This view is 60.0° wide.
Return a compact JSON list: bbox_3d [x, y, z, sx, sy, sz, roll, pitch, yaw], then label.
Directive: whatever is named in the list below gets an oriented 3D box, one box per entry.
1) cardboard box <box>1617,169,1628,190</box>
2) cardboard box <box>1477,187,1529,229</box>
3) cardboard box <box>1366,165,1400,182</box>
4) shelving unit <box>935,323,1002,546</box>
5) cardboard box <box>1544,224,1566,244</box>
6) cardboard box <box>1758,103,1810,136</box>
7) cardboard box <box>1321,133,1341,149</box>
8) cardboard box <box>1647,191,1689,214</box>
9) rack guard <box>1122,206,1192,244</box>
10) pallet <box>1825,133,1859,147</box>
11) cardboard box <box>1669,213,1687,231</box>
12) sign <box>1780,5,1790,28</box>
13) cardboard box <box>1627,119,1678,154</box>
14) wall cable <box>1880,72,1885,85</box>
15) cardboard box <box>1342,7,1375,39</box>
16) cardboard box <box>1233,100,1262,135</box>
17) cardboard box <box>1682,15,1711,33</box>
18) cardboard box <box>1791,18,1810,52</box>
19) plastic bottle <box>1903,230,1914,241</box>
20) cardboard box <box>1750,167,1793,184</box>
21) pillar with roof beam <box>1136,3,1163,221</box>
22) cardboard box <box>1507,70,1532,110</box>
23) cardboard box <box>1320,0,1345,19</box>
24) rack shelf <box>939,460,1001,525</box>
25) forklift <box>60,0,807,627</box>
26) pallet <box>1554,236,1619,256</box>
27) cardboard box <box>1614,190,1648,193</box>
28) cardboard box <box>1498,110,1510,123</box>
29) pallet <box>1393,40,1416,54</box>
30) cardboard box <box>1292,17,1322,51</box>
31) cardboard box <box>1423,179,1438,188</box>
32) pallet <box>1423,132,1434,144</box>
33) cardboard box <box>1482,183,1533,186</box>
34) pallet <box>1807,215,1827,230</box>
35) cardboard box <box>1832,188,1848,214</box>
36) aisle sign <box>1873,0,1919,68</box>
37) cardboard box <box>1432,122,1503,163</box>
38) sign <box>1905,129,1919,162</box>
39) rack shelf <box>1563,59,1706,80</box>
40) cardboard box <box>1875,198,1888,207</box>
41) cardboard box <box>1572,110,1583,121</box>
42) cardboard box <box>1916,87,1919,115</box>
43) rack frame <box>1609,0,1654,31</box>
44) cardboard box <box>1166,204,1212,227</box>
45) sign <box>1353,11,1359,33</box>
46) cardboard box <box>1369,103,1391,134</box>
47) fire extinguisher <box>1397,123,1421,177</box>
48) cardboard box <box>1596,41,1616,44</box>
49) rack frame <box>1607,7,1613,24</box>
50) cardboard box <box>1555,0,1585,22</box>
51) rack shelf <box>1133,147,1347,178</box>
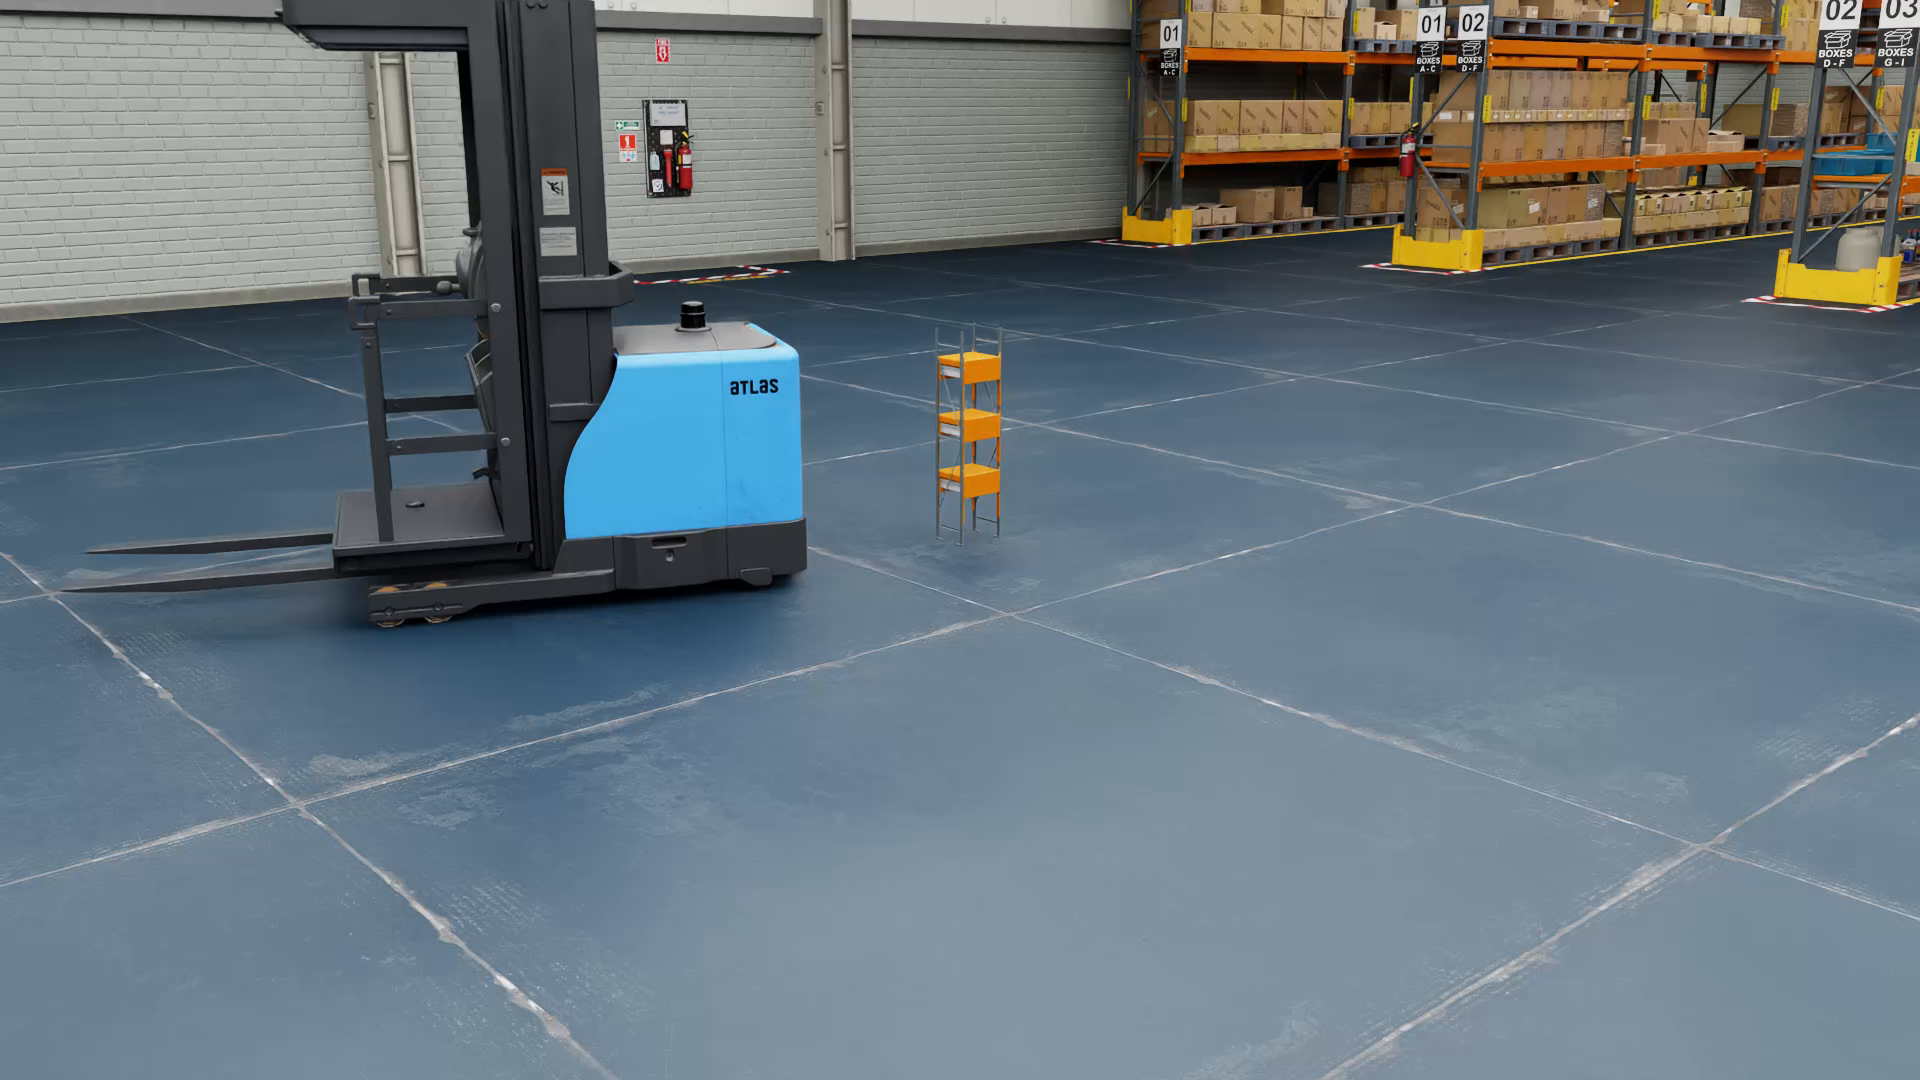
[{"bbox_3d":[12.975,-7.173,33.320,0.500,0.500,0.700,-13,20,-40],"label":"cardboard box"},{"bbox_3d":[7.091,-4.359,21.818,0.500,0.500,0.500,-13,19,-39],"label":"cardboard box"},{"bbox_3d":[7.192,-6.290,28.525,0.500,0.250,0.500,-13,20,-41],"label":"cardboard box"},{"bbox_3d":[0.040,-0.516,8.148,0.252,1.050,0.215,-13,19,-39],"label":"shelving unit"},{"bbox_3d":[7.848,-4.165,22.546,0.500,0.250,0.500,-13,19,-39],"label":"cardboard box"},{"bbox_3d":[13.416,-6.842,27.046,0.500,0.500,0.700,-9,17,-29],"label":"cardboard box"},{"bbox_3d":[5.769,-6.429,26.758,0.500,0.250,0.500,-13,19,-39],"label":"cardboard box"},{"bbox_3d":[10.428,-5.006,24.606,0.500,0.311,0.500,-14,20,-41],"label":"cardboard box"},{"bbox_3d":[2.968,-4.759,25.096,0.348,0.500,1.175,-13,19,-39],"label":"rack guard"},{"bbox_3d":[14.543,-6.816,28.325,1.213,0.211,1.003,-13,19,-39],"label":"pallet"},{"bbox_3d":[10.425,-4.736,24.684,0.500,0.250,0.500,-13,20,-41],"label":"cardboard box"},{"bbox_3d":[12.558,-7.973,25.317,0.005,0.325,0.100,-13,19,-39],"label":"sign"},{"bbox_3d":[10.170,-5.932,24.450,0.500,0.500,0.500,-11,18,-35],"label":"cardboard box"},{"bbox_3d":[19.482,-10.951,37.826,0.112,2.526,3.097,-13,19,-39],"label":"wall cable"},{"bbox_3d":[6.393,-8.408,27.096,0.500,0.500,0.500,-9,18,-32],"label":"cardboard box"},{"bbox_3d":[4.241,-6.443,25.358,0.500,0.500,0.500,-13,20,-41],"label":"cardboard box"},{"bbox_3d":[10.665,-7.559,24.400,0.500,0.250,0.500,14,20,42],"label":"cardboard box"},{"bbox_3d":[12.892,-8.009,26.416,0.500,0.500,0.910,-13,19,-39],"label":"cardboard box"},{"bbox_3d":[11.407,-3.547,19.997,0.185,0.351,0.144,-14,20,-42],"label":"plastic bottle"},{"bbox_3d":[13.560,-6.101,27.815,0.500,0.250,0.500,-13,20,-40],"label":"cardboard box"},{"bbox_3d":[5.696,-8.301,21.888,0.400,9.000,9.100,-13,19,-39],"label":"pillar with roof beam"},{"bbox_3d":[6.959,-5.840,21.595,0.500,0.500,0.700,-13,20,-41],"label":"cardboard box"},{"bbox_3d":[5.728,-8.484,26.215,0.500,0.500,0.500,14,20,42],"label":"cardboard box"},{"bbox_3d":[0.040,-0.238,8.223,0.240,0.259,0.215,-13,19,-39],"label":"rack shelf"},{"bbox_3d":[-2.264,-1.206,7.087,3.031,2.935,1.130,-5,16,-18],"label":"forklift"},{"bbox_3d":[8.555,-4.193,23.540,1.213,0.211,1.003,-13,19,-39],"label":"pallet"},{"bbox_3d":[10.066,-5.110,24.997,0.500,0.311,0.500,-13,20,-40],"label":"cardboard box"},{"bbox_3d":[6.800,-5.421,21.282,0.250,0.149,0.380,-13,20,-41],"label":"cardboard box"},{"bbox_3d":[7.244,-8.250,27.873,1.003,0.211,1.213,-13,19,-39],"label":"pallet"},{"bbox_3d":[5.319,-7.921,26.048,0.500,0.500,0.500,14,20,42],"label":"cardboard box"},{"bbox_3d":[7.971,-6.117,29.328,0.500,0.500,0.700,-13,20,-39],"label":"cardboard box"},{"bbox_3d":[8.478,-7.074,29.294,1.003,0.211,1.213,-13,19,-39],"label":"pallet"},{"bbox_3d":[7.497,-4.632,22.839,0.500,0.500,0.500,-13,19,-39],"label":"cardboard box"},{"bbox_3d":[13.708,-5.322,27.766,1.213,0.211,1.003,-13,19,-39],"label":"pallet"},{"bbox_3d":[14.655,-5.806,28.164,0.500,0.500,0.500,-13,19,-39],"label":"cardboard box"},{"bbox_3d":[9.552,-5.211,16.910,0.004,0.787,0.394,-13,19,-39],"label":"aisle sign"},{"bbox_3d":[6.525,-5.114,21.391,0.500,0.500,0.700,-13,19,-39],"label":"cardboard box"},{"bbox_3d":[9.771,-4.051,17.065,0.005,0.325,0.100,-13,19,-39],"label":"sign"},{"bbox_3d":[13.472,-9.427,33.310,4.000,0.370,1.077,-13,19,-39],"label":"rack shelf"},{"bbox_3d":[16.322,-6.044,29.701,0.250,0.166,0.380,-13,19,-39],"label":"cardboard box"},{"bbox_3d":[8.159,-5.726,22.425,0.250,0.149,0.380,-12,19,-38],"label":"cardboard box"},{"bbox_3d":[16.924,-7.841,29.661,0.500,0.500,0.500,-12,19,-38],"label":"cardboard box"},{"bbox_3d":[9.182,-8.566,22.880,0.127,3.000,1.000,-13,19,-39],"label":"rack frame"},{"bbox_3d":[3.491,-4.967,25.389,0.500,0.311,0.500,13,20,41],"label":"cardboard box"},{"bbox_3d":[6.290,-8.226,26.418,0.005,0.325,0.100,-13,19,-39],"label":"sign"},{"bbox_3d":[6.760,-7.065,27.839,0.500,0.500,0.700,-10,18,-34],"label":"cardboard box"},{"bbox_3d":[5.771,-5.023,21.391,0.183,0.674,0.296,-13,19,-39],"label":"fire extinguisher"},{"bbox_3d":[12.657,-9.680,32.147,0.500,0.250,0.500,-13,20,-40],"label":"cardboard box"},{"bbox_3d":[11.963,-10.885,31.561,0.127,3.000,1.000,-13,19,-39],"label":"rack frame"},{"bbox_3d":[7.857,-7.182,22.229,0.637,0.503,0.797,-10,18,-33],"label":"cardboard box"},{"bbox_3d":[4.419,-5.945,26.086,4.000,0.370,1.077,-13,19,-39],"label":"rack shelf"}]
